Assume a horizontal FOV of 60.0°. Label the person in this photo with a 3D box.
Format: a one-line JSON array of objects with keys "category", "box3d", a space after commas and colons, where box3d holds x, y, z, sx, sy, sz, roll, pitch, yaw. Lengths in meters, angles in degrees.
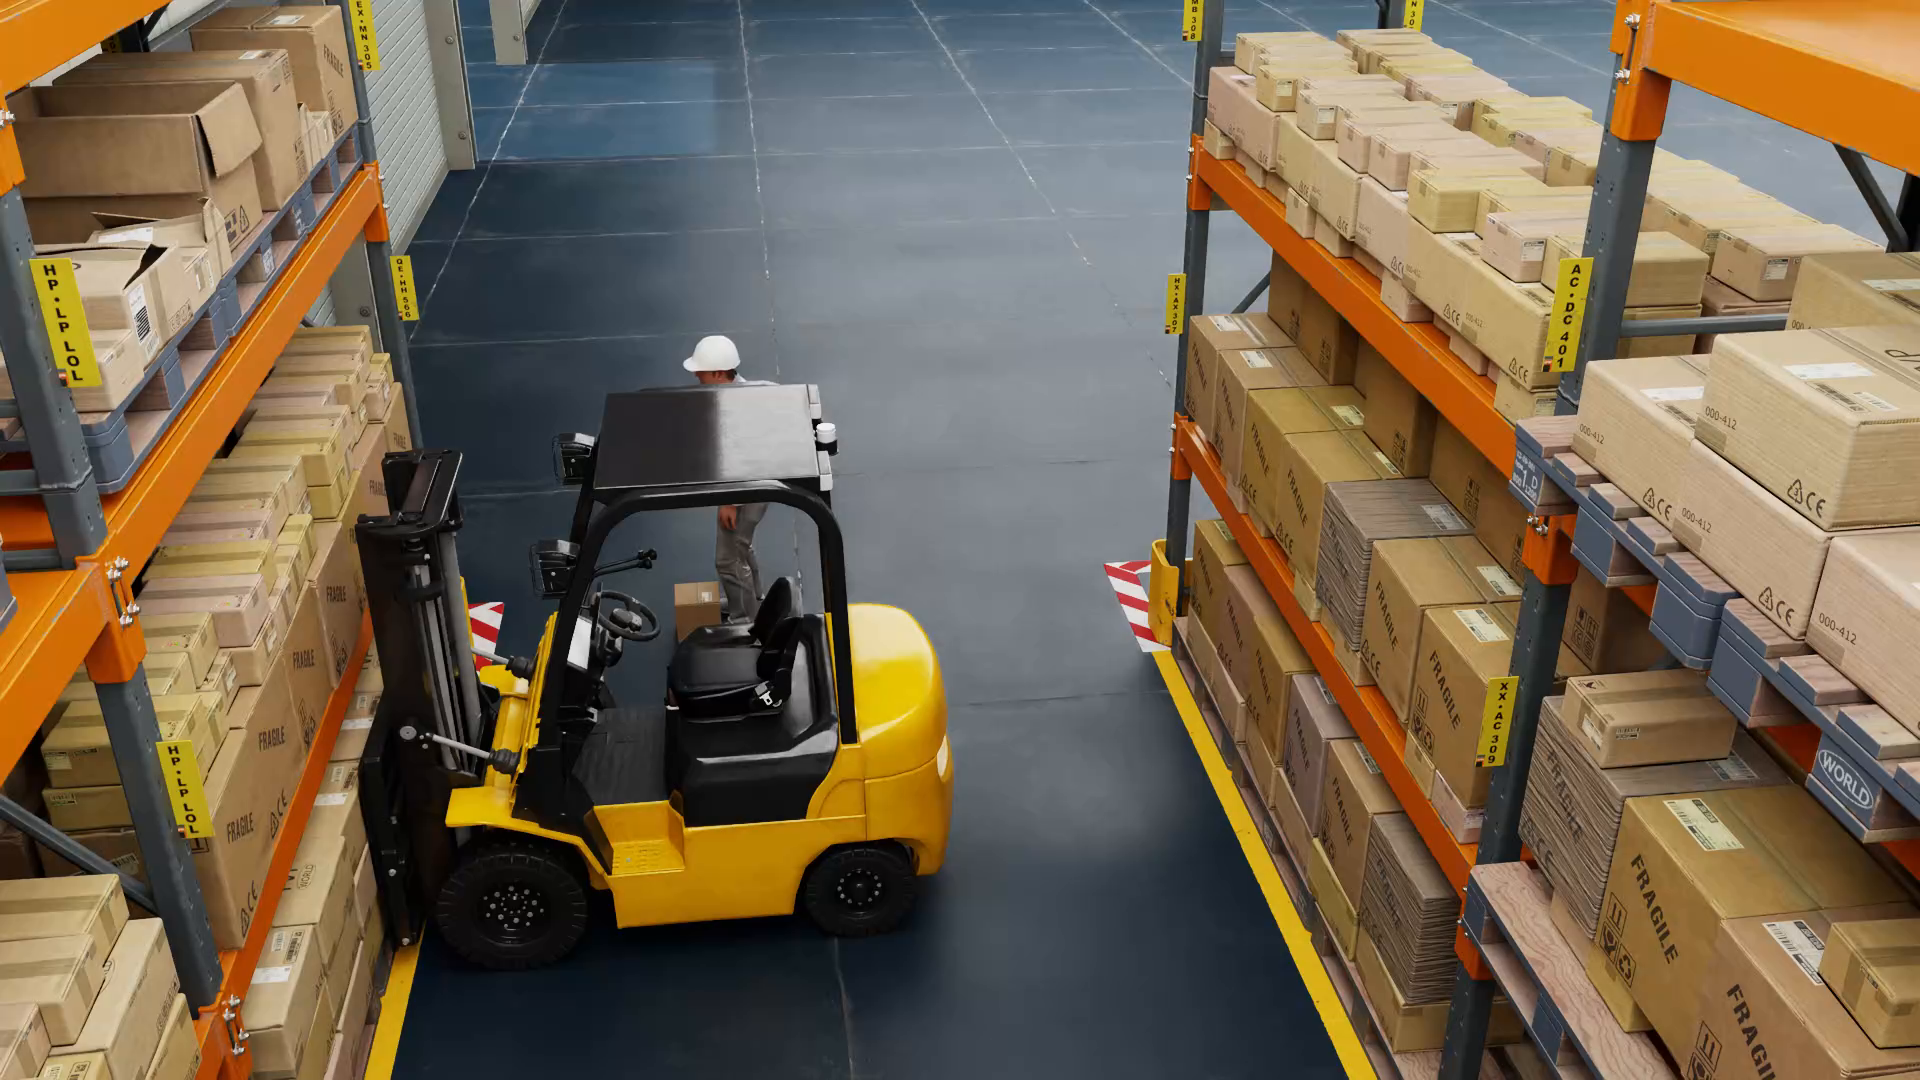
[{"category": "person", "box3d": [-1.234, -0.290, 9.157, 0.462, 1.772, 0.581, -3, 27, -7]}]
